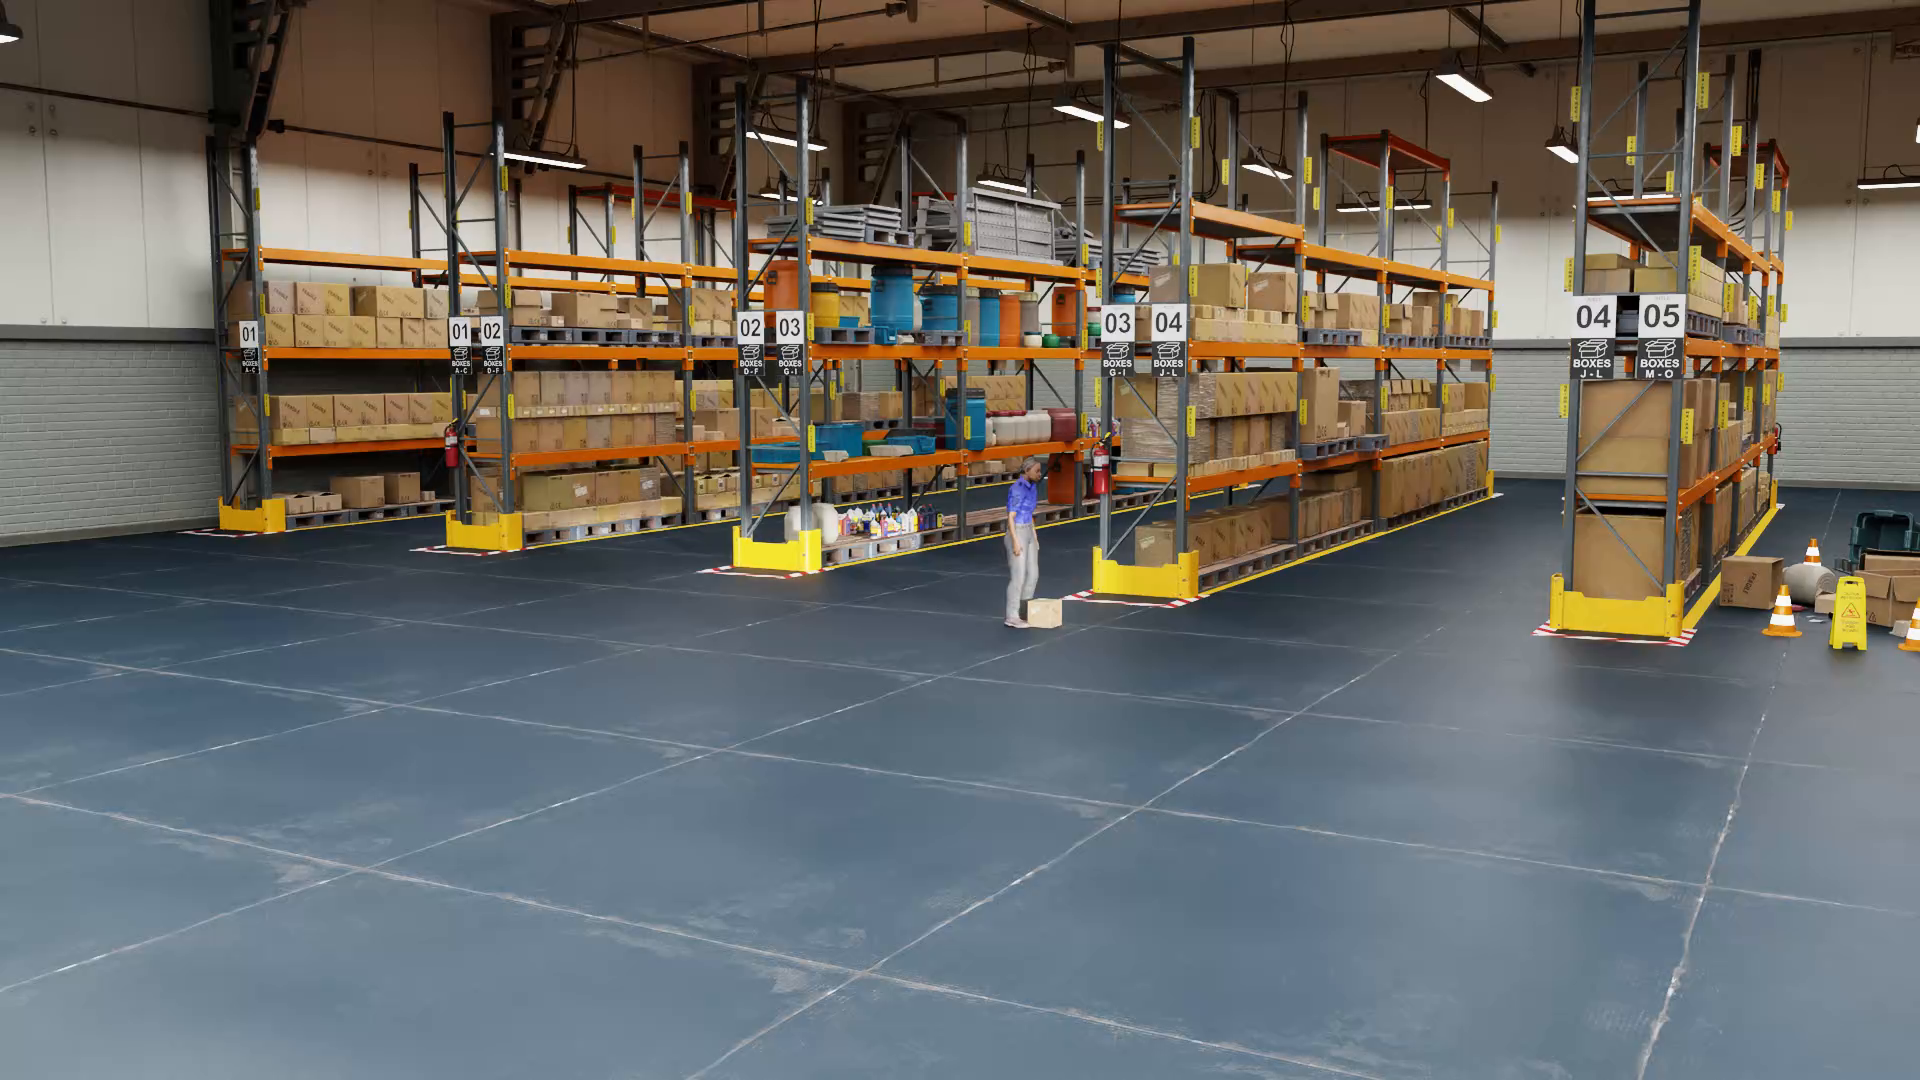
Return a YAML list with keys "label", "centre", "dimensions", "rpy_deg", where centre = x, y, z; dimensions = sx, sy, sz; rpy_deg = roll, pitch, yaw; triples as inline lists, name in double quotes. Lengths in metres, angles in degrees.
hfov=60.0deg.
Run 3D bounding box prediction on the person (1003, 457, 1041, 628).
- label: "person"
  centre: [0.625, 0.008, 16.315]
  dimensions: [0.353, 1.654, 0.518]
  rpy_deg: [3, 7, 27]
